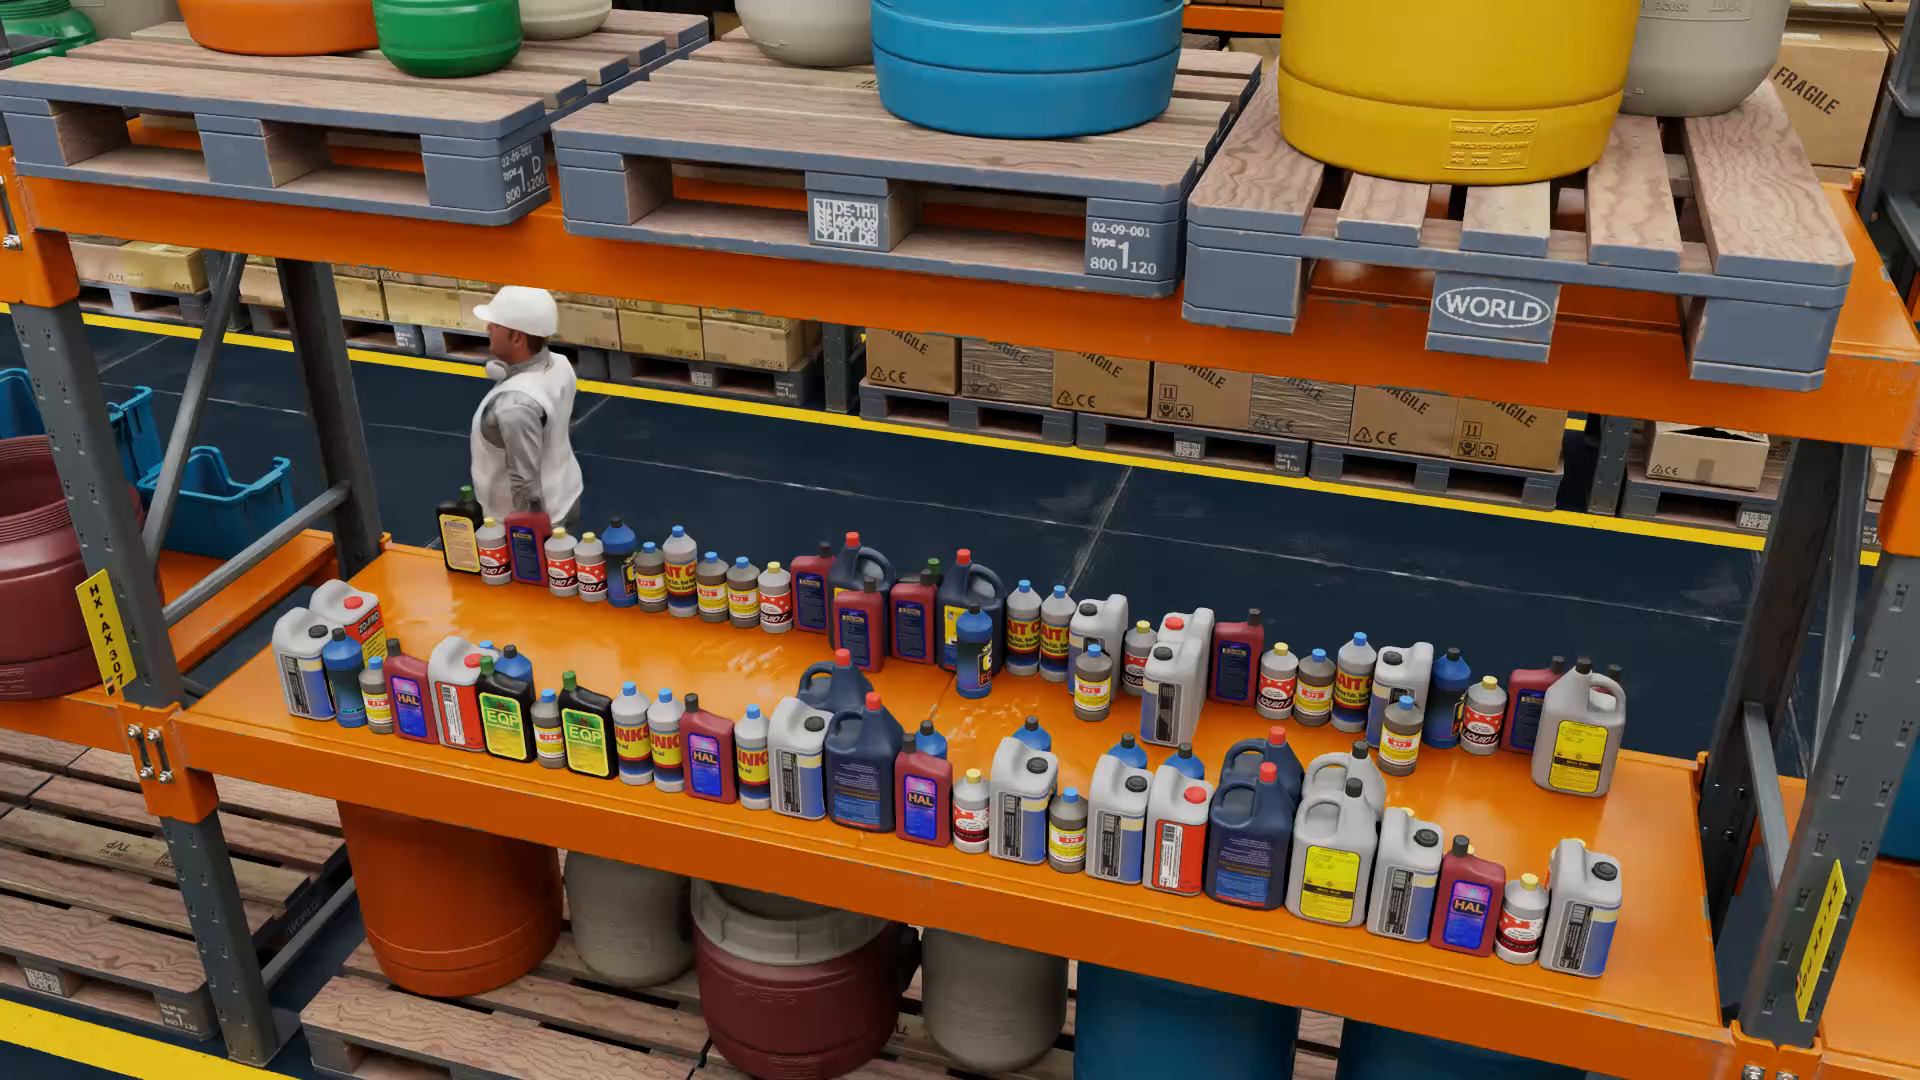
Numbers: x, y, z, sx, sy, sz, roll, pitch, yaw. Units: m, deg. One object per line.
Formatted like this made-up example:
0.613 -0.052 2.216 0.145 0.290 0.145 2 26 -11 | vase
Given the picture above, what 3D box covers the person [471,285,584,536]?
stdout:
-1.662 -0.123 6.299 0.467 1.790 0.541 5 29 9 | person
